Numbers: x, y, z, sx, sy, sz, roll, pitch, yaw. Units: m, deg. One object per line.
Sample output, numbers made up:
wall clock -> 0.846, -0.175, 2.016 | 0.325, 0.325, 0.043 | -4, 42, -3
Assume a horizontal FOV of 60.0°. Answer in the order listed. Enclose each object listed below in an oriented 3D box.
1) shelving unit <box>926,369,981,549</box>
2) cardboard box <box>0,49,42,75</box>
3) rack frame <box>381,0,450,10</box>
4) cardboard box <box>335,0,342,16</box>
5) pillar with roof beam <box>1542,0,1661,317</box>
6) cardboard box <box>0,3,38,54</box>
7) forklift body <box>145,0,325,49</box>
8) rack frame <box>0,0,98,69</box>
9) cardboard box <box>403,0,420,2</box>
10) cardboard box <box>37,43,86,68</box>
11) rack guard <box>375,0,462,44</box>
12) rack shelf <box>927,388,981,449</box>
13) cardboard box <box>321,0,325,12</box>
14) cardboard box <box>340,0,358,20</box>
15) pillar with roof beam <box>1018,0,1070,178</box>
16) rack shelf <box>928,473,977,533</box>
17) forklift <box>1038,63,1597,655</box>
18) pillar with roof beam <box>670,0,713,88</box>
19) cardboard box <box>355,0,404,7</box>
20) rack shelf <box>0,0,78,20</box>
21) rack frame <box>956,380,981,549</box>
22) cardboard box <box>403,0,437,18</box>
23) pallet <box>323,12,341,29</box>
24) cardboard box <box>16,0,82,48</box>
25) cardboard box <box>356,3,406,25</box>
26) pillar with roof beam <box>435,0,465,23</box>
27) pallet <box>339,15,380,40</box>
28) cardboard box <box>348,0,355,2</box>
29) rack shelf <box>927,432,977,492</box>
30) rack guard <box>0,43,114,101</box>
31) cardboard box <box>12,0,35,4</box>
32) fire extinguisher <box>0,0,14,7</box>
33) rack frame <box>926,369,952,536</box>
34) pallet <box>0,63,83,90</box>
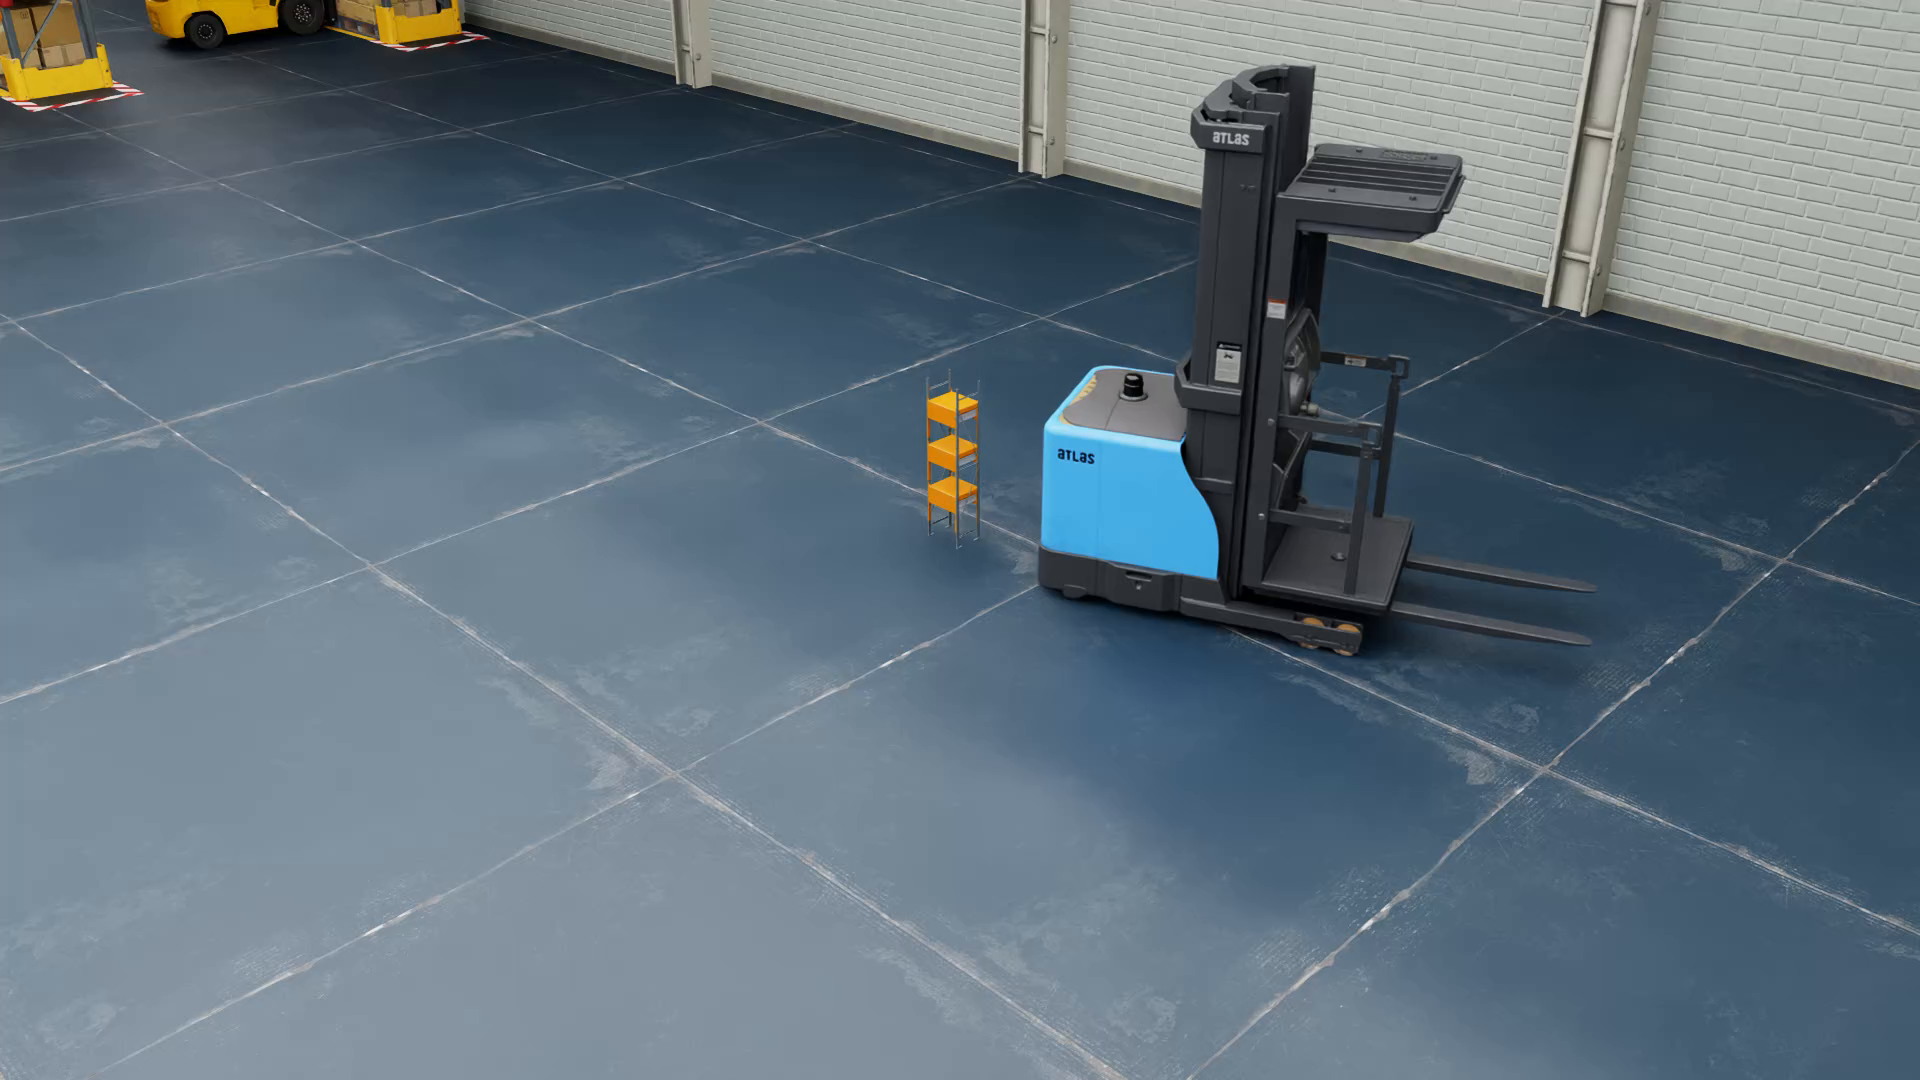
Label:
shelving unit -> -0.038, -0.482, 10.039 | 0.252, 1.050, 0.215 | 25, 36, 38
cardboard box -> -12.085, -6.134, 21.195 | 0.500, 0.250, 0.500 | 24, 36, 38
rack frame -> -7.825, -8.631, 23.441 | 0.127, 3.000, 1.000 | 25, 36, 38
cardboard box -> -9.080, -7.980, 24.706 | 0.500, 0.250, 0.500 | -25, 37, -39
pillar with roof beam -> 2.127, -4.511, 9.159 | 0.400, 9.000, 9.100 | 25, 36, 38
cardboard box -> -12.057, -6.458, 21.006 | 0.500, 0.500, 0.500 | 25, 37, 39
forklift body -> -10.456, -8.269, 23.664 | 1.214, 2.155, 2.313 | 25, 36, 38
rack frame -> -11.303, -6.982, 20.306 | 0.127, 3.000, 1.000 | 25, 36, 38
cardboard box -> -8.015, -8.043, 24.290 | 0.500, 0.250, 0.500 | -25, 36, -38
cardboard box -> -11.684, -6.306, 21.523 | 0.500, 0.250, 0.500 | 24, 36, 38
rack guard -> -7.808, -7.517, 24.008 | 0.348, 0.500, 1.175 | 25, 36, 38
rack shelf -> -0.038, -0.724, 9.912 | 0.240, 0.259, 0.215 | 25, 36, 38
cardboard box -> -9.466, -8.142, 25.014 | 0.500, 0.250, 0.500 | -24, 36, -38
cardboard box -> -8.730, -7.814, 24.390 | 0.500, 0.250, 0.500 | 25, 36, 38
pillar with roof beam -> -2.151, -6.468, 12.882 | 0.400, 9.000, 9.100 | 25, 36, 38
rack shelf -> -0.038, -0.227, 10.173 | 0.240, 0.259, 0.215 | 25, 36, 38
forklift -> 2.022, -0.949, 8.906 | 3.031, 2.935, 1.130 | 10, 29, 19
pillar with roof beam -> -6.430, -8.426, 16.606 | 0.400, 9.000, 9.100 | 25, 36, 38
cardboard box -> -8.391, -7.876, 23.972 | 0.500, 0.250, 0.500 | 24, 36, 38
rack shelf -> -12.729, -7.317, 21.715 | 4.000, 0.370, 1.077 | 25, 36, 38
rack frame -> 0.049, -0.442, 9.963 | 0.008, 1.050, 0.200 | 25, 36, 38
cardboard box -> -8.038, -7.825, 24.412 | 0.500, 0.250, 0.500 | 25, 37, 39
pallet -> -9.266, -8.030, 25.295 | 1.213, 0.211, 1.003 | 25, 36, 38
cardboard box -> -11.701, -6.646, 21.363 | 0.500, 0.500, 0.500 | 23, 36, 37
cardboard box -> -8.382, -7.648, 24.076 | 0.500, 0.250, 0.500 | 25, 37, 39
pillar with roof beam -> -10.708, -10.384, 20.329 | 0.400, 9.000, 9.100 | 25, 36, 38
pallet -> -8.400, -7.632, 24.538 | 1.213, 0.211, 1.003 | 25, 36, 38
cardboard box -> -8.742, -8.043, 24.290 | 0.500, 0.250, 0.500 | 24, 36, 38
rack shelf -> -0.038, -0.473, 10.044 | 0.240, 0.259, 0.215 | 25, 36, 38
rack guard -> -11.357, -5.901, 20.935 | 0.348, 0.500, 1.175 | 25, 36, 38
cardboard box -> -12.077, -6.815, 21.685 | 0.500, 0.500, 0.500 | 23, 35, 37
fire extinguisher -> -11.544, -6.758, 19.962 | 0.183, 0.674, 0.296 | 25, 36, 38
rack frame -> -0.125, -0.522, 10.115 | 0.008, 1.050, 0.200 | 25, 36, 38
pallet -> -11.911, -6.050, 21.529 | 1.213, 0.211, 1.003 | 25, 36, 38
